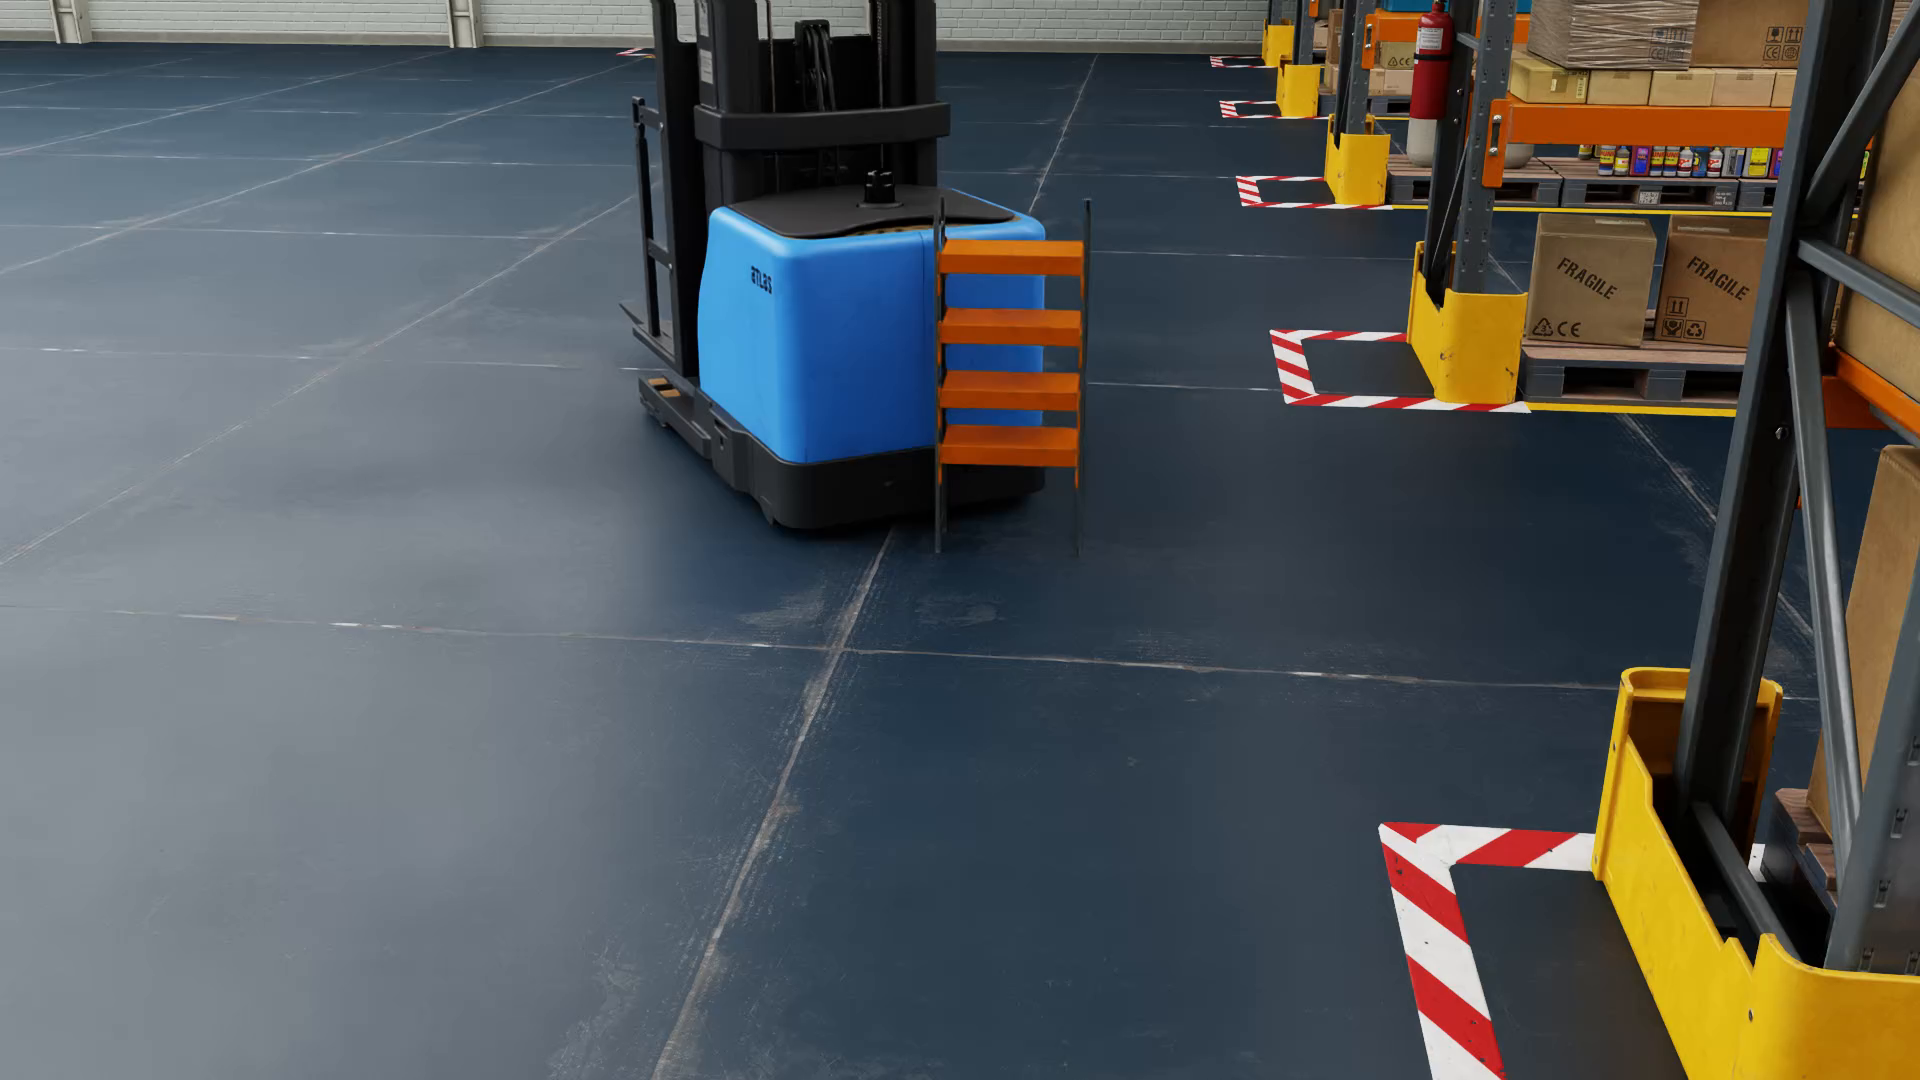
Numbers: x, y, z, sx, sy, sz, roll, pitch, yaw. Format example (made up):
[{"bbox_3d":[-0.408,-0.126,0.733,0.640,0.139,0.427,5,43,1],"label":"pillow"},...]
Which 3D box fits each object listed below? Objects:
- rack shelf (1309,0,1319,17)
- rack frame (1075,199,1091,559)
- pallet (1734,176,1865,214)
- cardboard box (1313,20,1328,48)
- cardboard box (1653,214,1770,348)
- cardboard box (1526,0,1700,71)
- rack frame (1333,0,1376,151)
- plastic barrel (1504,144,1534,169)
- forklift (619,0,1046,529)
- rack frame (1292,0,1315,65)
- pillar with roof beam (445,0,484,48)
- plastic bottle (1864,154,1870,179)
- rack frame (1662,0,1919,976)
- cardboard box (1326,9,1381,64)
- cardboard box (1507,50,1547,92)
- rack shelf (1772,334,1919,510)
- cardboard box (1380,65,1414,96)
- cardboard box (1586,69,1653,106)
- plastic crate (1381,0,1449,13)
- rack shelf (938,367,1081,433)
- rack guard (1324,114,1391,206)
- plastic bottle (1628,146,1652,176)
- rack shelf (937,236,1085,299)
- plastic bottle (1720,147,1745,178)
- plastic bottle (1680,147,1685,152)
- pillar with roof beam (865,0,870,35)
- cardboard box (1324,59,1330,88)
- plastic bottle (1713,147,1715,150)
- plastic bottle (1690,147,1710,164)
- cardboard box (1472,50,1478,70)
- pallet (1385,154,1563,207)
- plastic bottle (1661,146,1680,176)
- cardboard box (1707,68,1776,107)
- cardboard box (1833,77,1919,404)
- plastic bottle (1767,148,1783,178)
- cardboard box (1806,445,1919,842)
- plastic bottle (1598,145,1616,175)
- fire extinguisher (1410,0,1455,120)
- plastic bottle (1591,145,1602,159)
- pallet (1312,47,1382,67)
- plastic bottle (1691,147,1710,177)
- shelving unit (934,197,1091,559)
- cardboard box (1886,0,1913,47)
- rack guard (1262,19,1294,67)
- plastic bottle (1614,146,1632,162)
[{"bbox_3d":[5.480,-5.419,16.546,4.000,0.370,1.077,2,22,6],"label":"rack shelf"},{"bbox_3d":[0.419,-0.538,5.668,0.015,1.200,0.240,2,22,5],"label":"rack frame"},{"bbox_3d":[6.217,-2.606,12.245,1.213,0.211,1.003,2,22,6],"label":"pallet"},{"bbox_3d":[4.749,-6.540,21.462,0.500,0.311,0.500,0,22,0],"label":"cardboard box"},{"bbox_3d":[3.540,-1.210,7.749,0.500,0.500,0.500,8,23,20],"label":"cardboard box"},{"bbox_3d":[2.867,-2.375,7.326,0.500,0.500,0.875,2,22,6],"label":"cardboard box"},{"bbox_3d":[2.907,-4.032,12.058,0.127,3.000,1.000,2,22,6],"label":"rack frame"},{"bbox_3d":[4.067,-3.048,12.382,0.421,0.512,0.421,0,22,0],"label":"plastic barrel"},{"bbox_3d":[-0.763,-1.907,6.776,1.130,2.935,3.031,-10,24,-23],"label":"forklift"},{"bbox_3d":[3.494,-5.840,16.632,0.127,3.000,1.000,2,22,6],"label":"rack frame"},{"bbox_3d":[-7.553,-9.672,18.165,0.400,9.000,9.100,2,22,6],"label":"pillar with roof beam"},{"bbox_3d":[6.482,-2.664,11.806,0.097,0.201,0.097,0,22,0],"label":"plastic bottle"},{"bbox_3d":[1.640,-0.417,2.915,0.127,3.000,1.000,2,22,6],"label":"rack frame"},{"bbox_3d":[4.061,-5.191,17.139,0.500,0.500,0.500,2,22,6],"label":"cardboard box"},{"bbox_3d":[2.631,-2.170,7.690,0.250,0.149,0.380,2,22,6],"label":"cardboard box"},{"bbox_3d":[3.626,0.004,2.828,4.000,0.370,1.077,2,22,6],"label":"rack shelf"},{"bbox_3d":[4.497,-4.632,16.745,0.500,0.250,0.500,2,22,6],"label":"cardboard box"},{"bbox_3d":[2.825,-1.990,7.234,0.250,0.149,0.380,2,22,6],"label":"cardboard box"},{"bbox_3d":[3.439,-4.050,12.307,0.616,0.251,0.499,2,22,6],"label":"plastic crate"},{"bbox_3d":[0.176,-0.483,5.713,0.480,0.148,0.258,2,22,5],"label":"rack shelf"},{"bbox_3d":[2.988,-2.883,12.553,0.348,0.500,1.175,2,22,6],"label":"rack guard"},{"bbox_3d":[4.893,-2.765,11.949,0.133,0.283,0.061,3,22,7],"label":"plastic bottle"},{"bbox_3d":[0.176,-0.911,5.544,0.480,0.148,0.258,2,22,5],"label":"rack shelf"},{"bbox_3d":[5.534,-2.750,11.923,0.135,0.276,0.152,3,22,7],"label":"plastic bottle"},{"bbox_3d":[5.517,-3.045,12.566,0.185,0.351,0.144,2,22,6],"label":"plastic bottle"},{"bbox_3d":[-1.595,-9.412,17.508,0.400,9.000,9.100,2,22,6],"label":"pillar with roof beam"},{"bbox_3d":[4.061,-4.842,17.275,0.500,0.250,0.500,2,22,6],"label":"cardboard box"},{"bbox_3d":[5.780,-3.017,12.588,0.133,0.283,0.061,3,22,9],"label":"plastic bottle"},{"bbox_3d":[5.524,-2.955,12.440,0.135,0.276,0.152,2,22,6],"label":"plastic bottle"},{"bbox_3d":[4.995,-4.963,16.563,0.500,0.500,0.500,2,22,6],"label":"cardboard box"},{"bbox_3d":[3.794,-2.712,12.512,1.213,0.211,1.003,2,22,6],"label":"pallet"},{"bbox_3d":[5.110,-2.756,11.945,0.097,0.271,0.097,0,22,0],"label":"plastic bottle"},{"bbox_3d":[3.322,-1.970,7.185,0.250,0.149,0.380,2,22,6],"label":"cardboard box"},{"bbox_3d":[2.014,-0.487,2.889,0.550,0.550,0.875,2,22,6],"label":"cardboard box"},{"bbox_3d":[5.848,-2.723,11.844,0.133,0.283,0.061,4,22,10],"label":"plastic bottle"},{"bbox_3d":[2.321,0.381,3.215,0.875,0.875,0.875,3,22,7],"label":"cardboard box"},{"bbox_3d":[4.671,-2.776,11.993,0.097,0.271,0.097,0,22,0],"label":"plastic bottle"},{"bbox_3d":[2.265,-2.361,7.937,0.183,0.674,0.296,2,22,6],"label":"fire extinguisher"},{"bbox_3d":[4.901,-3.056,12.685,0.133,0.283,0.061,3,22,8],"label":"plastic bottle"},{"bbox_3d":[4.951,-6.301,21.590,1.213,0.211,1.003,2,22,6],"label":"pallet"},{"bbox_3d":[5.312,-2.748,11.922,0.097,0.271,0.097,0,22,0],"label":"plastic bottle"},{"bbox_3d":[0.176,-0.546,5.689,0.503,1.200,0.258,2,22,5],"label":"shelving unit"},{"bbox_3d":[3.869,-2.359,7.287,0.500,0.500,0.875,2,22,6],"label":"cardboard box"},{"bbox_3d":[4.148,-6.483,21.659,0.348,0.500,1.175,2,22,6],"label":"rack guard"},{"bbox_3d":[5.017,-2.994,12.530,0.133,0.283,0.061,2,22,6],"label":"plastic bottle"}]
